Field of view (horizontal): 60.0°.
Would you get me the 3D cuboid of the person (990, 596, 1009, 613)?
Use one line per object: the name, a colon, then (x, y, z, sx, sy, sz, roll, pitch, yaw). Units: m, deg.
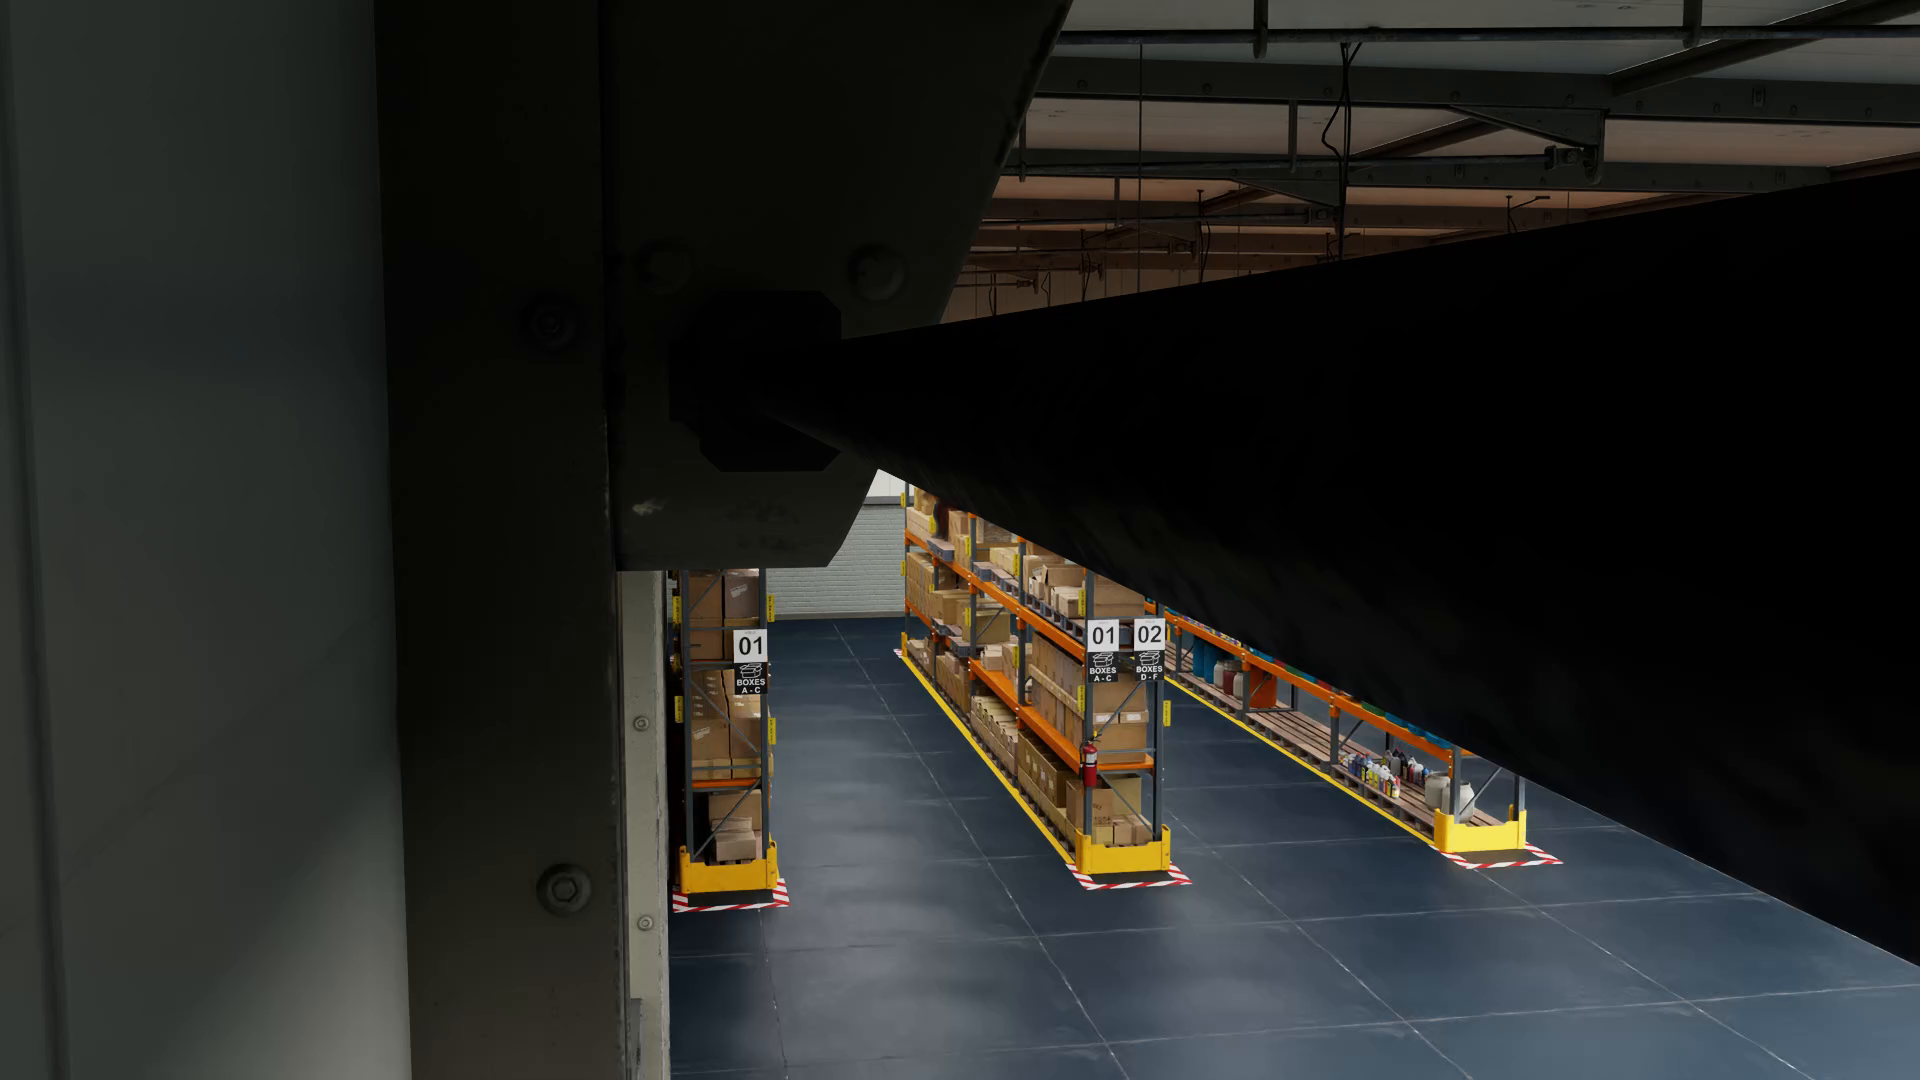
person: (0.987, 1.412, 38.712, 0.532, 1.706, 0.426, -4, 7, -33)

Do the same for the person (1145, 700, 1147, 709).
person: (2.760, 2.799, 26.416, 0.315, 1.620, 0.450, -4, 7, -33)
